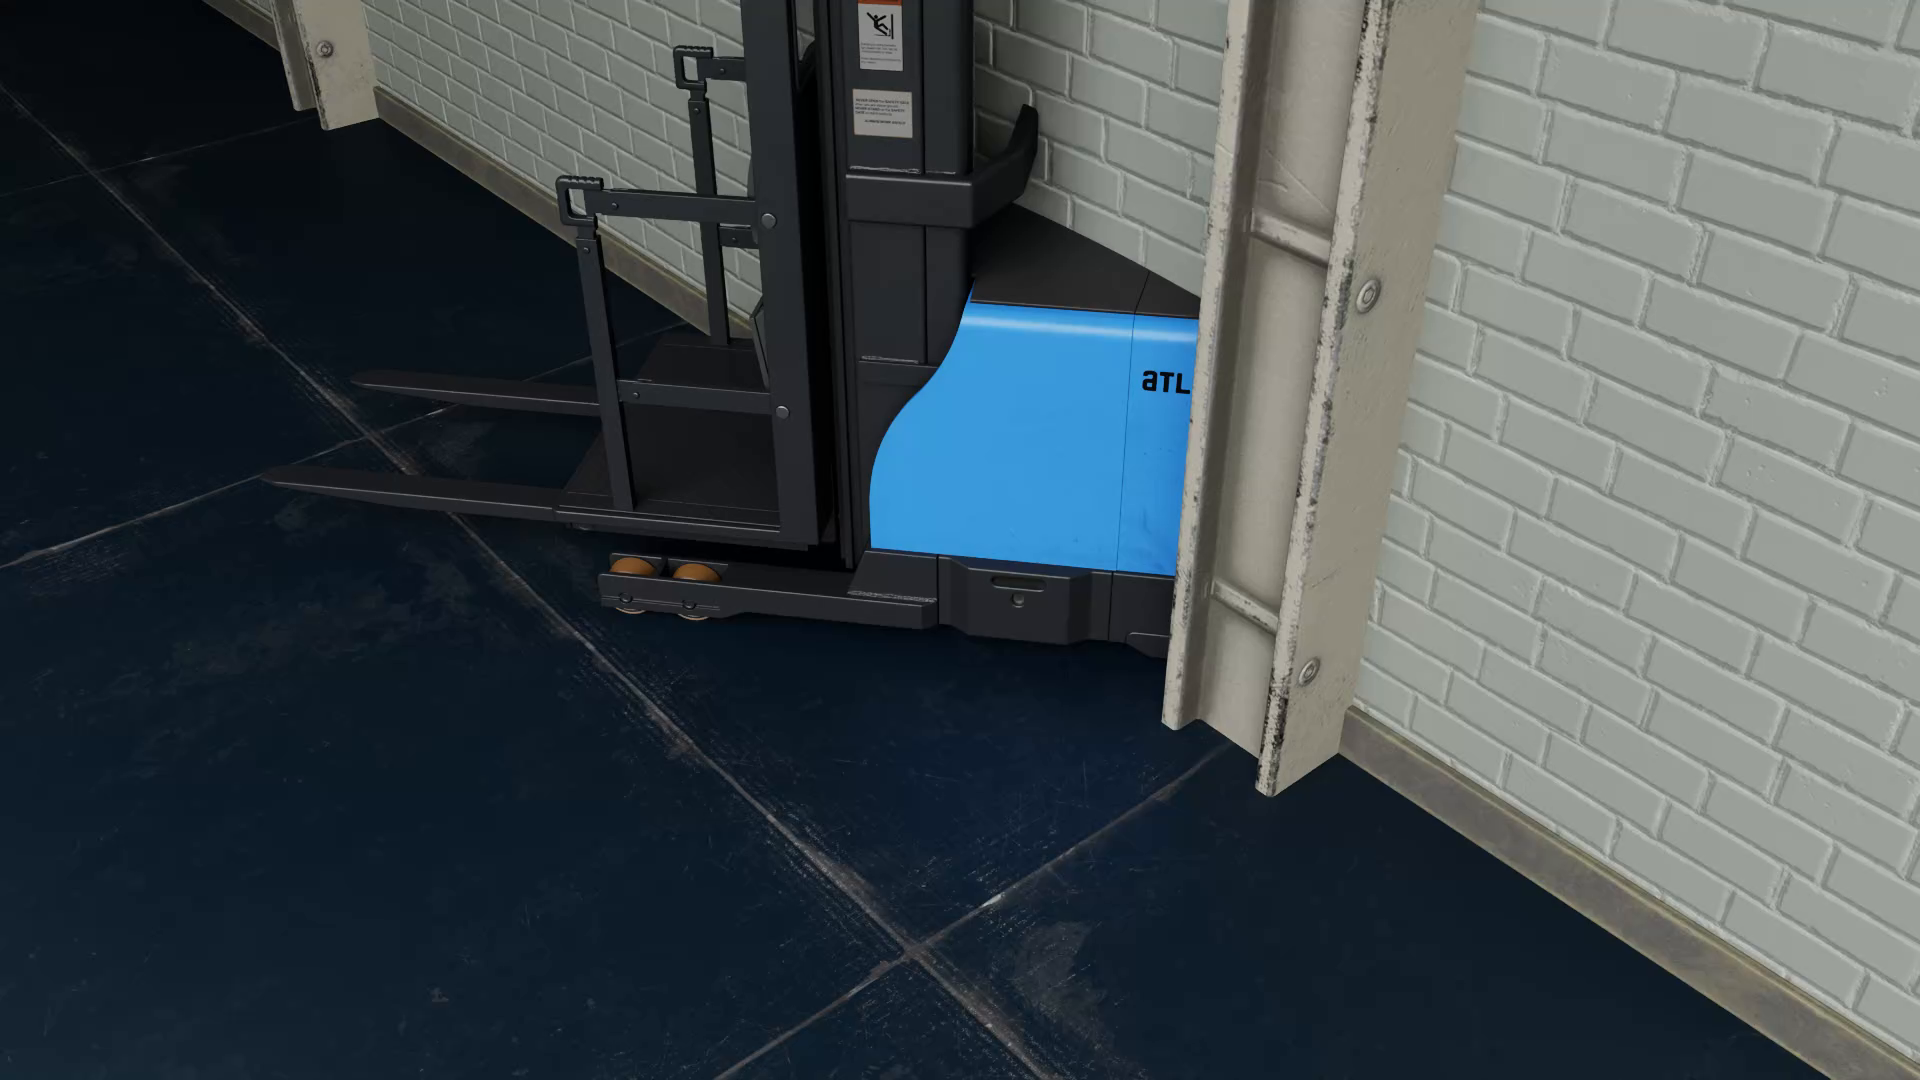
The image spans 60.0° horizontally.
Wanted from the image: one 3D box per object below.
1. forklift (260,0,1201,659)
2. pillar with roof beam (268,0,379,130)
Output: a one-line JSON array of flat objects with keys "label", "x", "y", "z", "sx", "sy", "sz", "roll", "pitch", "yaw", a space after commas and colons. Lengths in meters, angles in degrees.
[{"label": "forklift", "x": -0.616, "y": -1.254, "z": 4.485, "sx": 3.031, "sy": 2.935, "sz": 1.130, "roll": 5, "pitch": 36, "yaw": 8}, {"label": "pillar with roof beam", "x": -6.368, "y": -4.192, "z": 3.383, "sx": 9.100, "sy": 9.000, "sz": 0.400, "roll": -26, "pitch": 43, "yaw": -32}]
